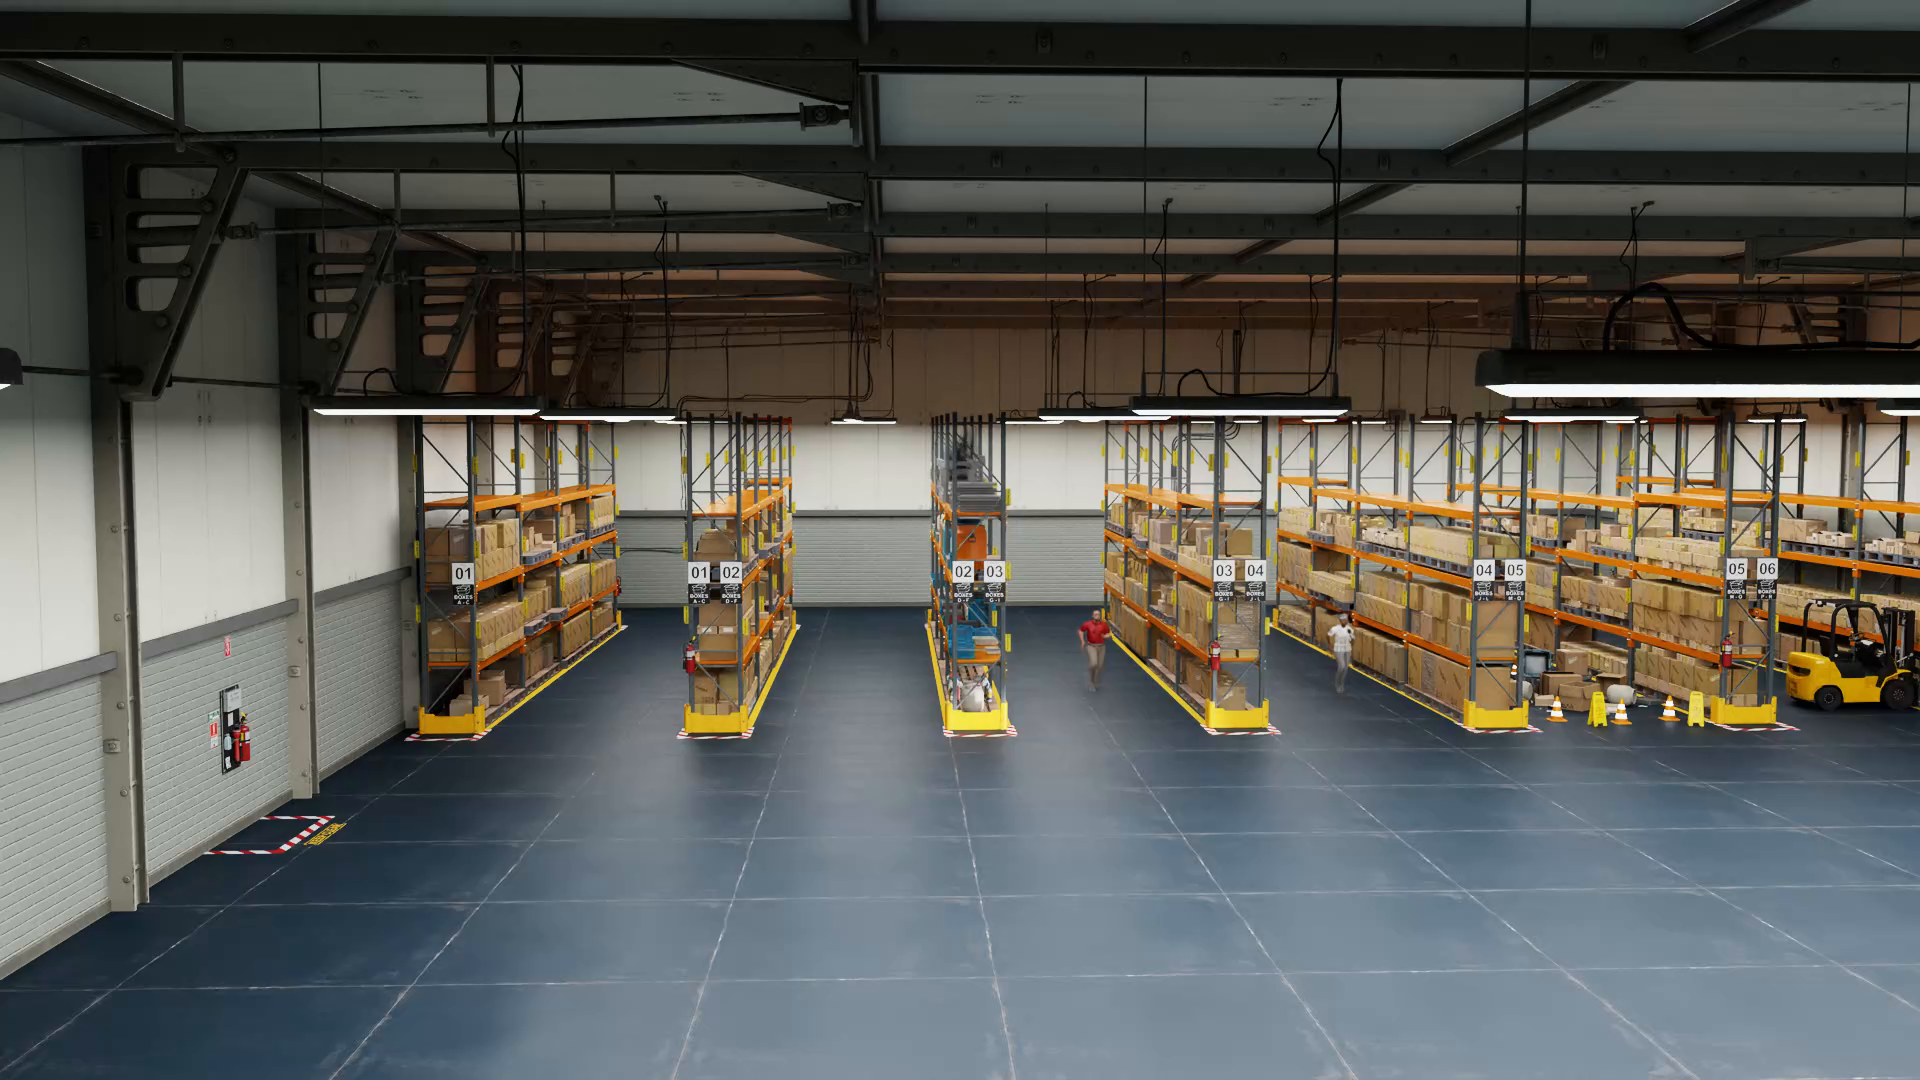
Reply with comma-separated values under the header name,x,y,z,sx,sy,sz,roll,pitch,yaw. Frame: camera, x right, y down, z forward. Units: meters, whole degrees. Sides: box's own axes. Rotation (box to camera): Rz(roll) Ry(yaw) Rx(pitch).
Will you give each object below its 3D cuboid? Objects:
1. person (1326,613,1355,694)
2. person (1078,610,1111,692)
name,x,y,z,sx,sy,sz,roll,pitch,yaw
person,8.248,2.449,35.869,0.543,1.732,0.725,-1,4,-13
person,2.951,2.412,36.107,0.631,1.797,0.767,-1,4,-15
